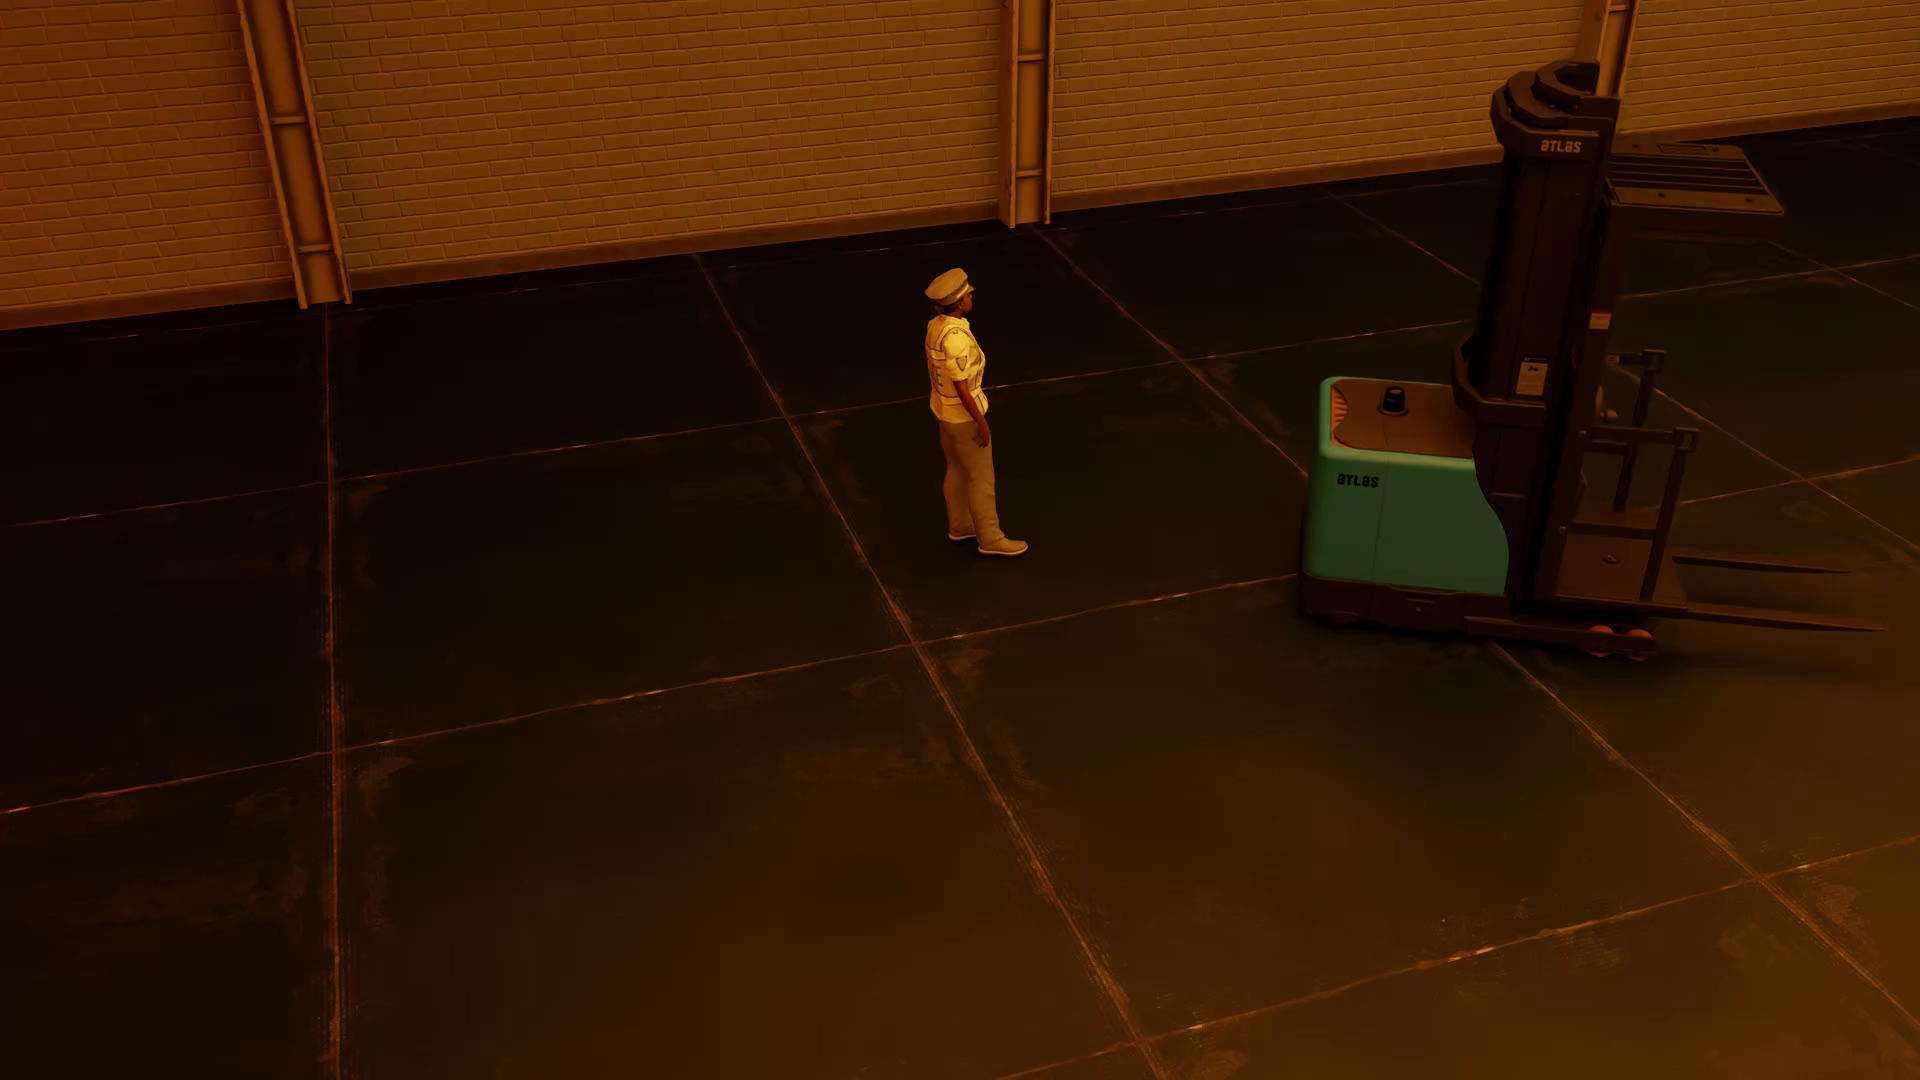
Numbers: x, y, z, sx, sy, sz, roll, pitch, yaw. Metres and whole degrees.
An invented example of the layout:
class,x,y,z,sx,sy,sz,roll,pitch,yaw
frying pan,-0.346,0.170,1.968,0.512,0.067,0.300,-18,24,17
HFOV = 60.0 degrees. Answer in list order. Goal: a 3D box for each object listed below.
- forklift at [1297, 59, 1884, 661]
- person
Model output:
class,x,y,z,sx,sy,sz,roll,pitch,yaw
forklift,3.448,-0.913,8.674,3.031,2.935,1.130,6,30,10
person,0.078,-0.743,9.604,0.528,1.695,0.569,-10,31,-16
